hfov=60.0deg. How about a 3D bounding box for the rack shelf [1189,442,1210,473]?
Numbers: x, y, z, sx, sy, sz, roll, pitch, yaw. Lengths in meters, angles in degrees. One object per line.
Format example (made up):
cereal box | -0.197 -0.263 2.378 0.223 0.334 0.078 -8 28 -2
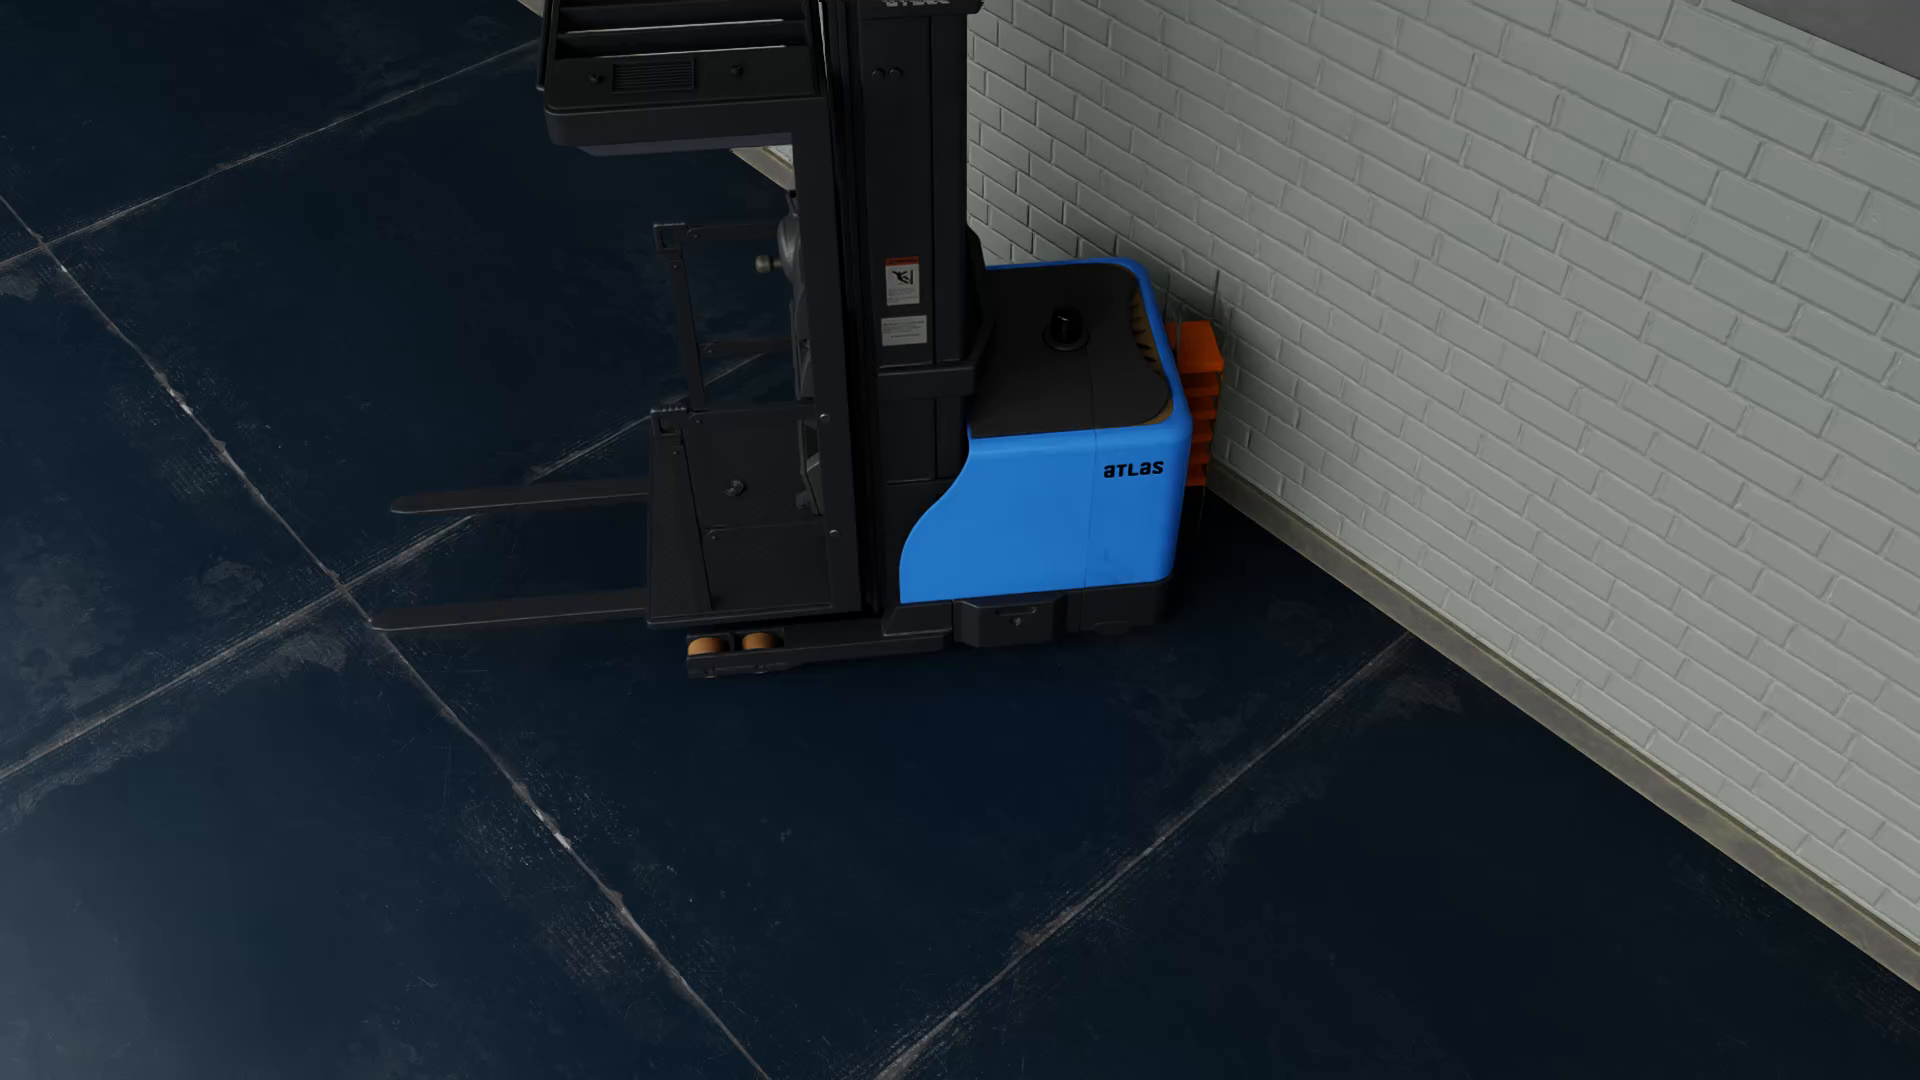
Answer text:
rack shelf | 0.867 -0.379 6.560 0.180 0.103 0.258 -5 47 -4

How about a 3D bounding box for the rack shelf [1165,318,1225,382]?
rack shelf | 0.867 -0.704 6.207 0.180 0.103 0.258 -5 47 -4

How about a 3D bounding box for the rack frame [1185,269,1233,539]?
rack frame | 0.957 -0.498 6.446 0.006 1.200 0.240 -5 47 -4

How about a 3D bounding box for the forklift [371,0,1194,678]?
forklift | -0.729 -0.883 5.624 3.031 2.935 1.130 -5 47 -4

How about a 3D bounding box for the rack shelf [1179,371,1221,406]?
rack shelf | 0.867 -0.623 6.295 0.180 0.103 0.258 -5 47 -4

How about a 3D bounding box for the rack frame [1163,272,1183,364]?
rack frame | 0.776 -0.482 6.432 0.006 1.200 0.240 -5 47 -4

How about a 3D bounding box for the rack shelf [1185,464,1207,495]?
rack shelf | 0.867 -0.297 6.648 0.180 0.103 0.258 -5 47 -4

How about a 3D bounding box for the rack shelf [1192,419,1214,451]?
rack shelf | 0.867 -0.460 6.472 0.180 0.103 0.258 -5 47 -4

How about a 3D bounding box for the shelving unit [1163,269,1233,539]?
shelving unit | 0.867 -0.490 6.439 0.189 1.200 0.258 -5 47 -4

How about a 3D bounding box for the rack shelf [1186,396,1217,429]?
rack shelf | 0.867 -0.541 6.383 0.180 0.103 0.258 -5 47 -4
